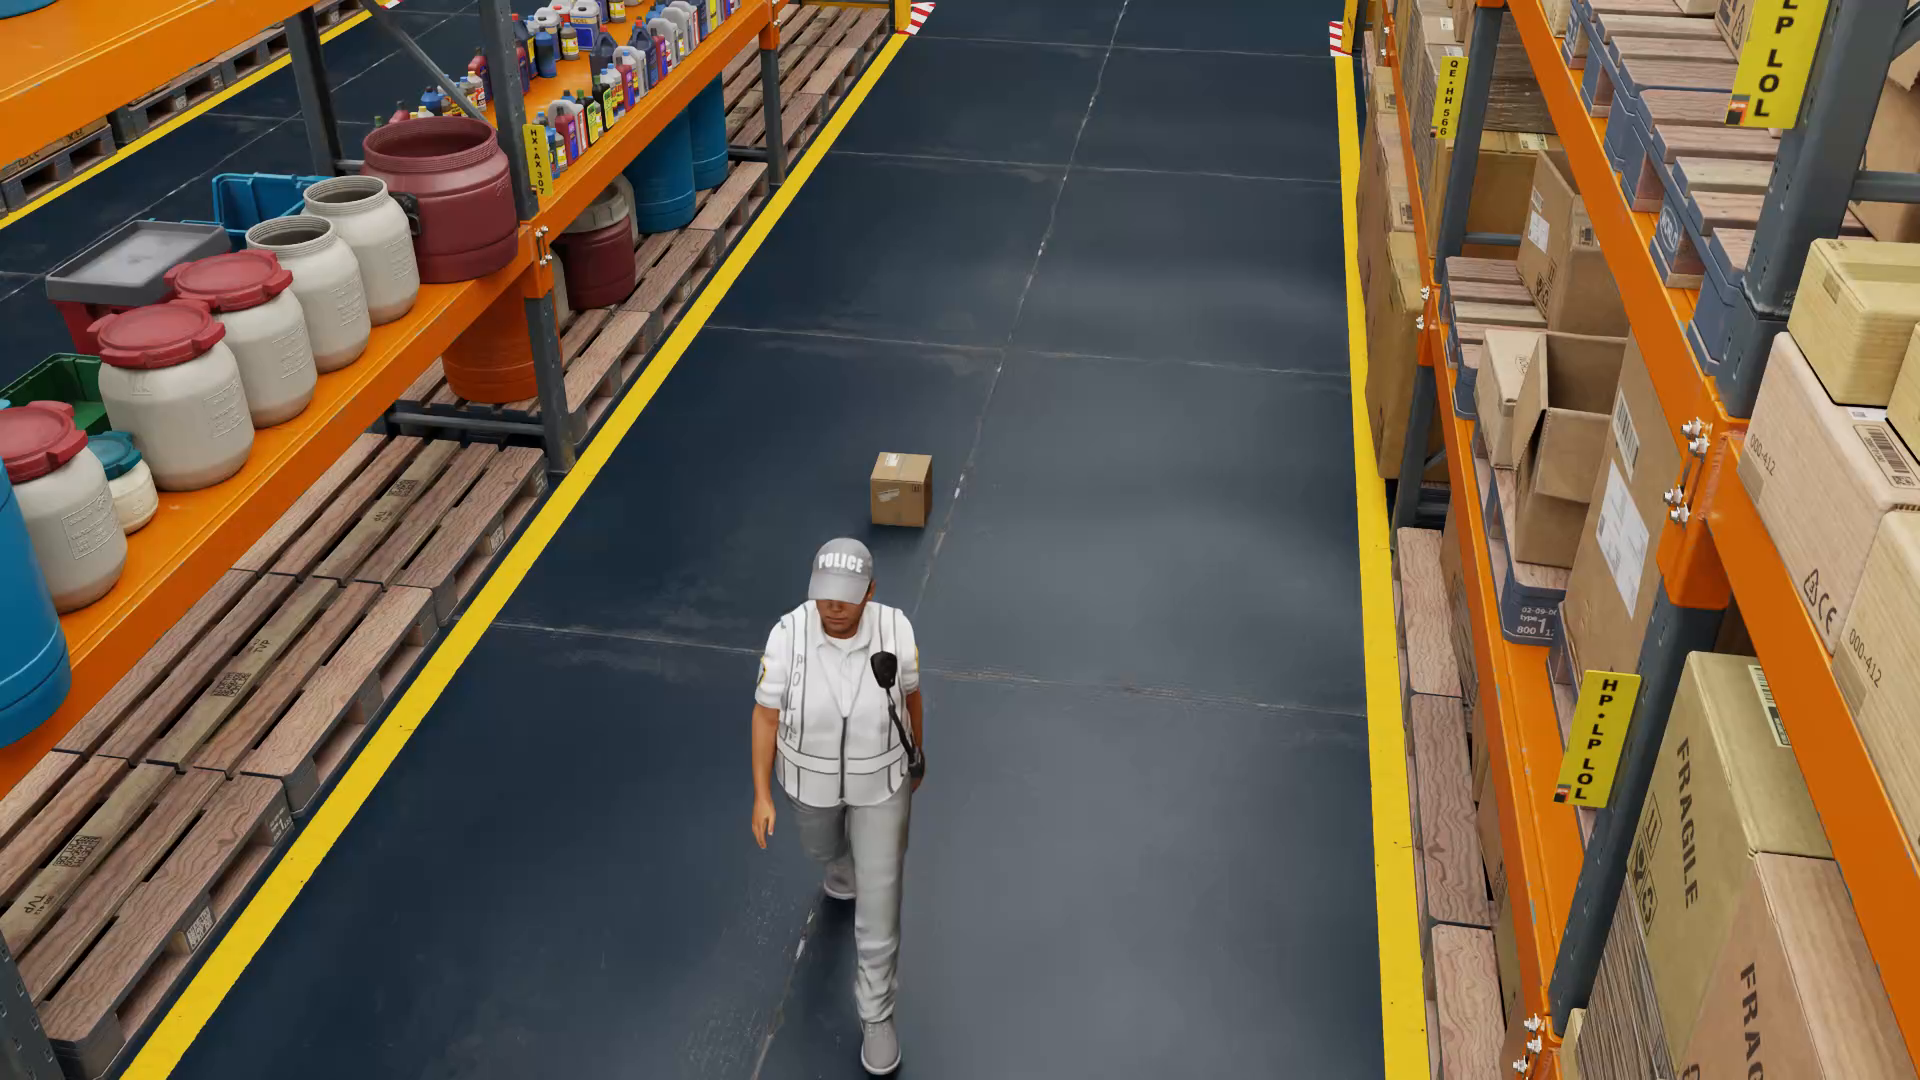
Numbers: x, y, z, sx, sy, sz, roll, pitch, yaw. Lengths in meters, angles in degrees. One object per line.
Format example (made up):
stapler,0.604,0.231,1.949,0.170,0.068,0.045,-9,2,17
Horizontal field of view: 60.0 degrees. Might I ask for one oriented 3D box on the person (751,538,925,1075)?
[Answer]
person,-0.363,0.703,5.033,0.511,1.614,0.992,0,33,1
